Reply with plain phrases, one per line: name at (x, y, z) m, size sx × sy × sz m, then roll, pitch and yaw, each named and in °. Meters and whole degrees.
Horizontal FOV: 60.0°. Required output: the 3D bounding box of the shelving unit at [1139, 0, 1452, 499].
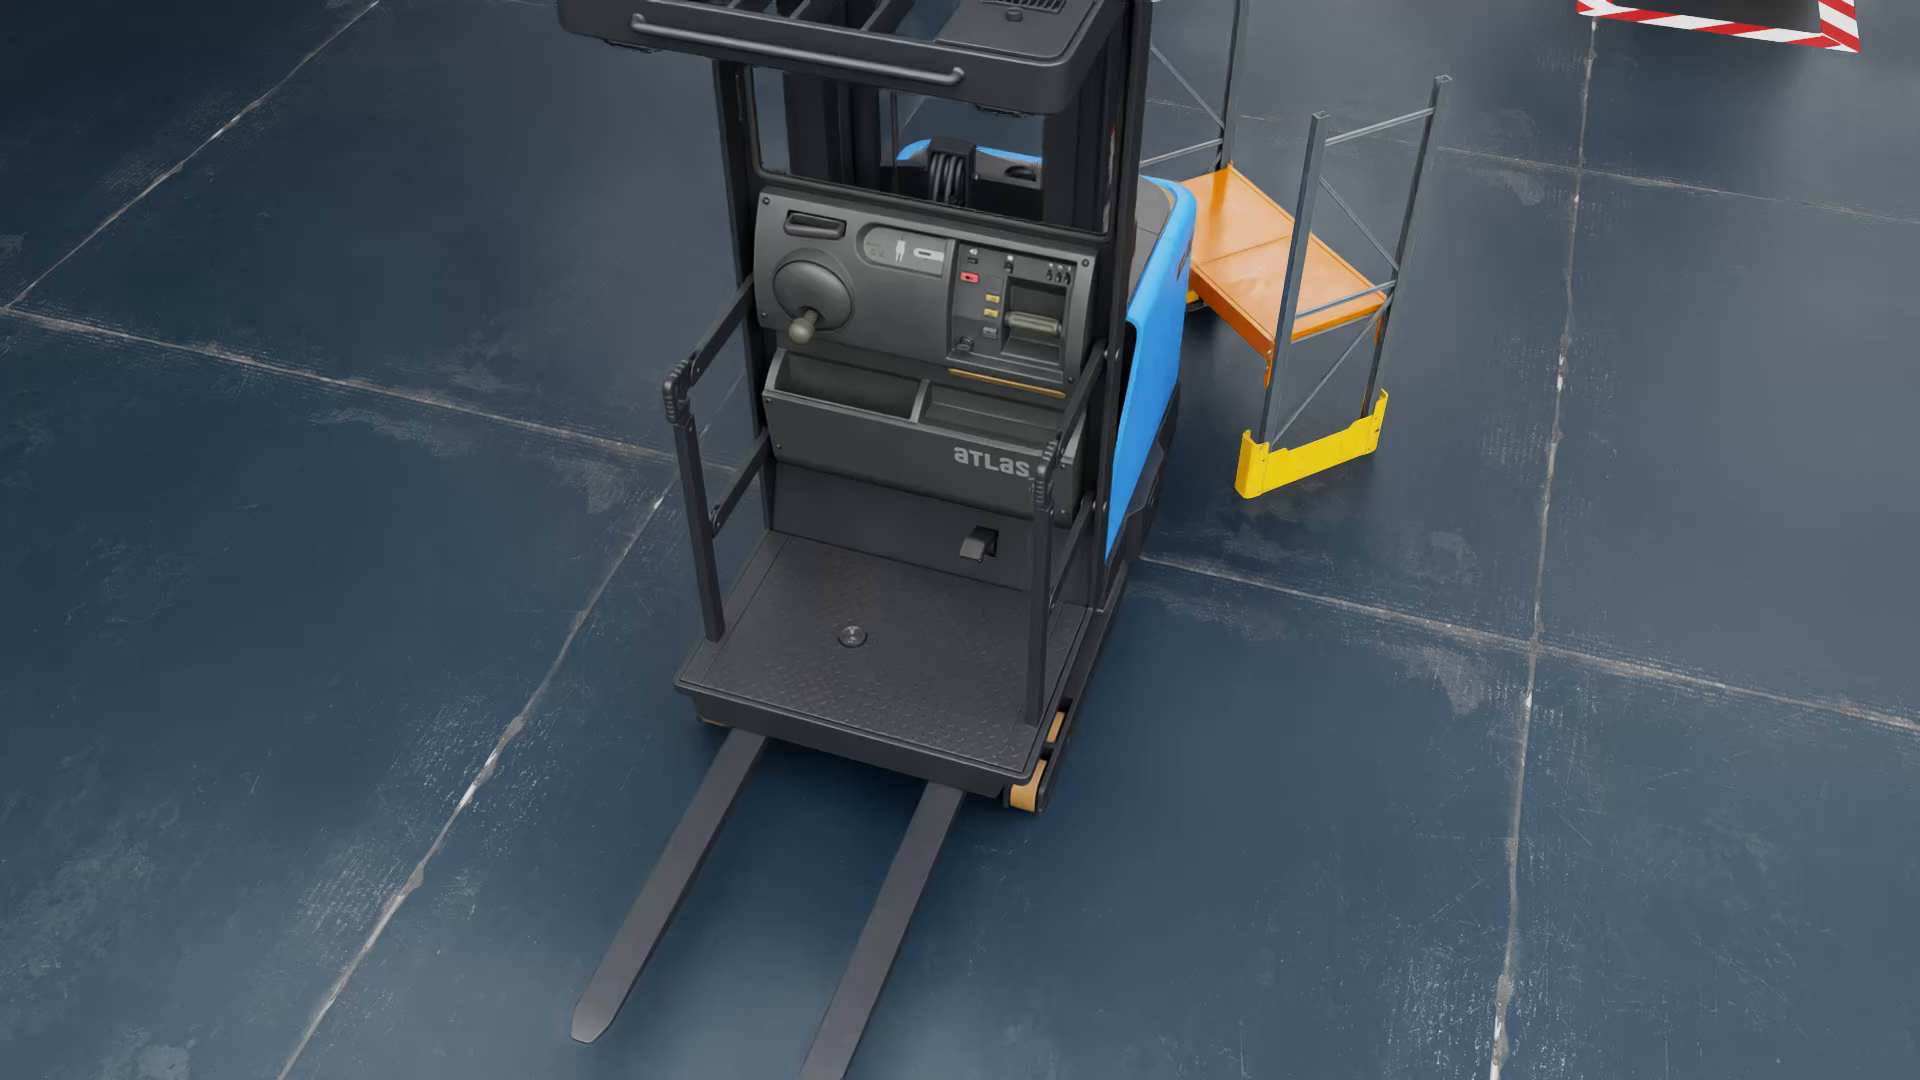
shelving unit at (1.021, -1.107, 5.809) m, size 0.587 × 1.500 × 1.083 m, roll -20°, pitch 48°, yaw -19°

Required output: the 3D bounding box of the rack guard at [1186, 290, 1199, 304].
rack guard at (0.789, -0.969, 6.561) m, size 0.587 × 0.250 × 0.087 m, roll -20°, pitch 48°, yaw -19°

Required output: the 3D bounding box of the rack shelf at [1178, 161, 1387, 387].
rack shelf at (1.025, -0.973, 5.929) m, size 0.538 × 0.185 × 1.000 m, roll -20°, pitch 48°, yaw -19°

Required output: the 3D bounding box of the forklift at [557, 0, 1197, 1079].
forklift at (-0.173, -0.571, 4.237) m, size 1.130 × 2.935 × 3.031 m, roll 13°, pitch 46°, yaw 13°

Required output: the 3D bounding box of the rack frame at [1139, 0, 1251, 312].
rack frame at (0.788, -1.416, 6.125) m, size 0.500 × 1.500 × 0.032 m, roll -20°, pitch 48°, yaw -19°

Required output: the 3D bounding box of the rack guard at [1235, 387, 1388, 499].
rack guard at (1.253, -0.352, 5.931) m, size 0.587 × 0.250 × 0.087 m, roll -20°, pitch 48°, yaw -19°

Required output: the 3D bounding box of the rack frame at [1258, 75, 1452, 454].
rack frame at (1.262, -0.787, 5.482) m, size 0.500 × 1.500 × 0.032 m, roll -20°, pitch 48°, yaw -19°
